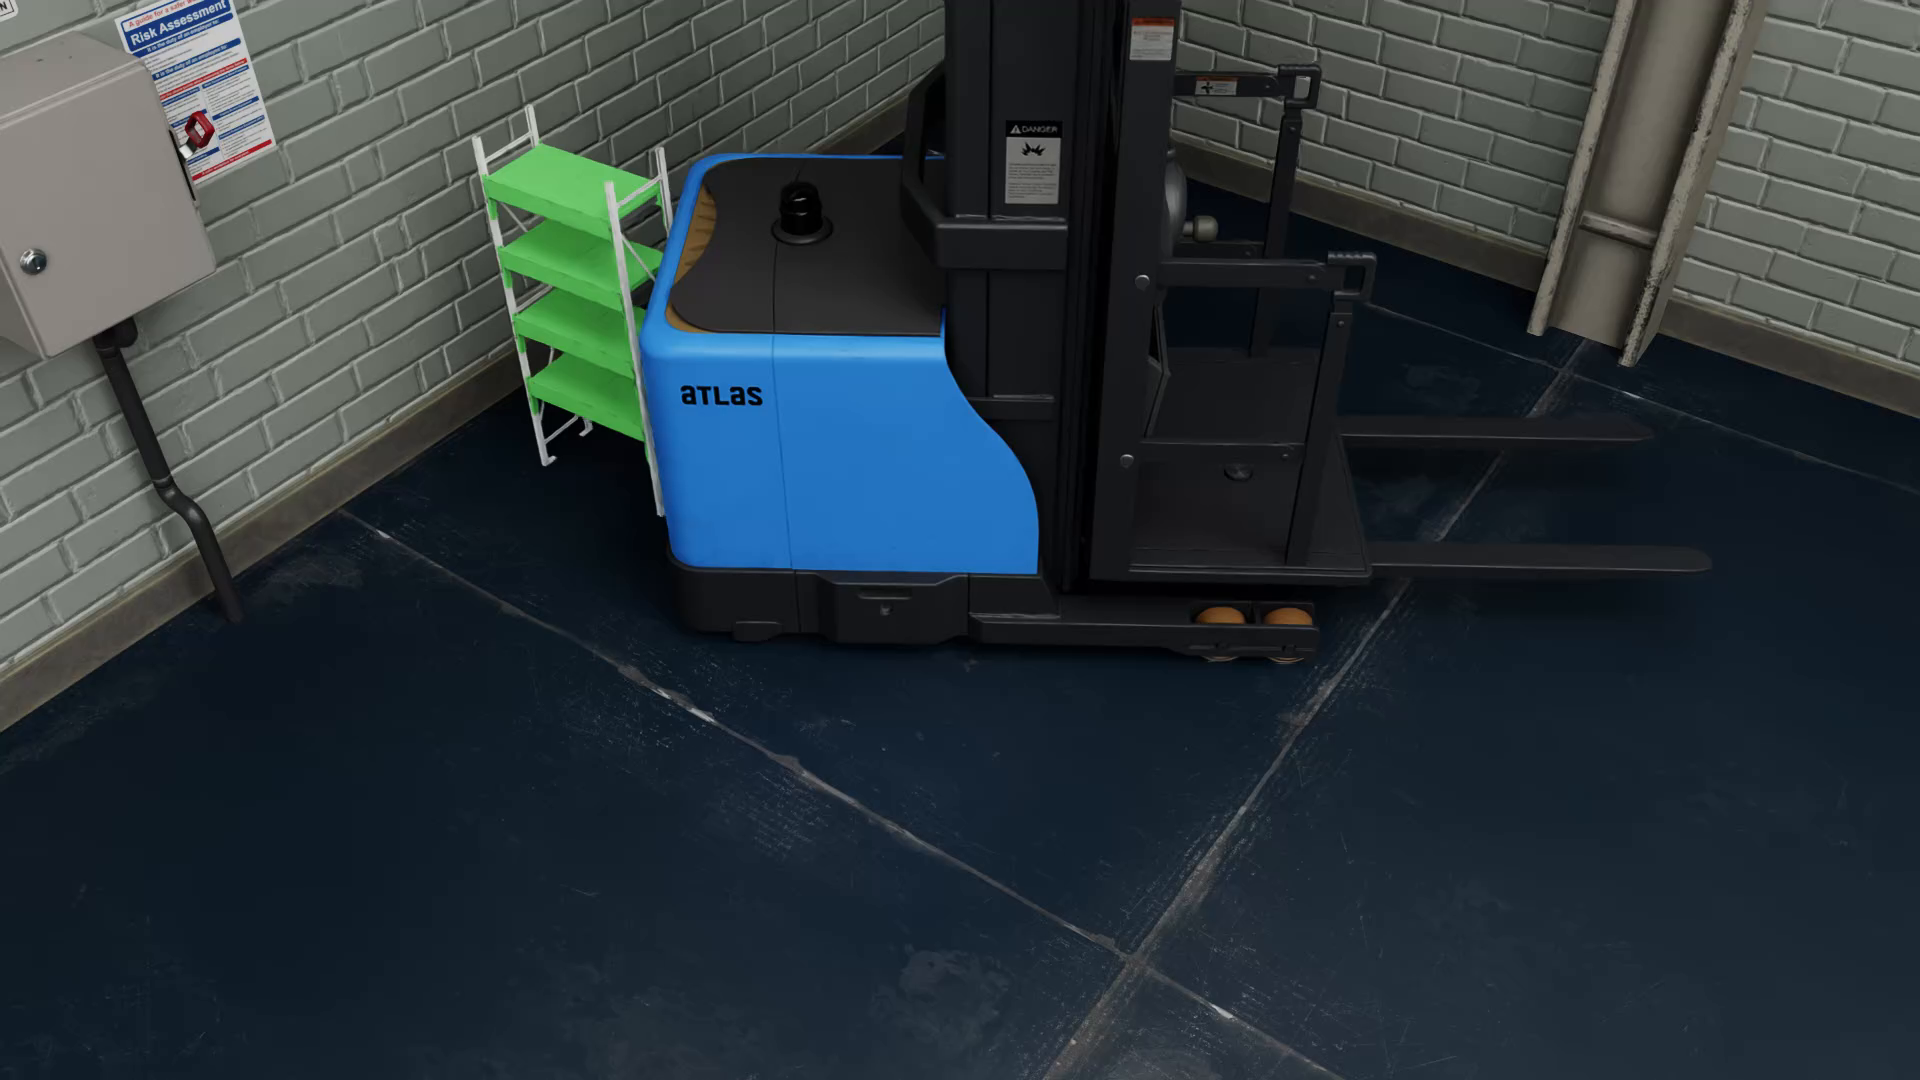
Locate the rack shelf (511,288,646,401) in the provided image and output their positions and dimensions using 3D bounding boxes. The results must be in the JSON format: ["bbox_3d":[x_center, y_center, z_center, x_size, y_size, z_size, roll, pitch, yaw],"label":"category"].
[{"bbox_3d":[-1.112,-0.629,5.149,0.480,0.148,0.258,22,46,23],"label":"rack shelf"}]

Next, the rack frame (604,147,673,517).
[{"bbox_3d":[-0.903,-0.592,5.012,0.015,1.200,0.240,22,46,23],"label":"rack frame"}]

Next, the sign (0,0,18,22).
[{"bbox_3d":[-2.336,-1.250,3.778,0.001,0.242,0.339,25,48,25],"label":"sign"}]

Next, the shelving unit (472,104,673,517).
[{"bbox_3d":[-1.112,-0.676,5.106,0.503,1.200,0.258,22,46,23],"label":"shelving unit"}]

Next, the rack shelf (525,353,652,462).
[{"bbox_3d":[-1.112,-0.450,5.309,0.480,0.148,0.258,22,46,23],"label":"rack shelf"}]

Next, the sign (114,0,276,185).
[{"bbox_3d":[-2.020,-1.207,4.420,0.001,0.494,0.329,25,48,25],"label":"sign"}]

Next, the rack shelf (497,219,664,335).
[{"bbox_3d":[-1.112,-0.807,4.989,0.480,0.148,0.258,22,46,23],"label":"rack shelf"}]

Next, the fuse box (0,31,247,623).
[{"bbox_3d":[-2.134,-0.413,4.428,0.414,1.711,0.539,25,48,25],"label":"fuse box"}]

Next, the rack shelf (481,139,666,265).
[{"bbox_3d":[-1.112,-0.986,4.829,0.480,0.148,0.258,22,46,23],"label":"rack shelf"}]

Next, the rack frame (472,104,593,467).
[{"bbox_3d":[-1.320,-0.761,5.200,0.015,1.200,0.240,22,46,23],"label":"rack frame"}]

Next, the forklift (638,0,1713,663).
[{"bbox_3d":[0.684,-1.096,4.277,3.031,2.935,1.130,1,42,1],"label":"forklift"}]

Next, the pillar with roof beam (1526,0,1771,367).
[{"bbox_3d":[-0.145,-1.777,0.488,0.400,9.000,9.100,25,48,25],"label":"pillar with roof beam"}]
